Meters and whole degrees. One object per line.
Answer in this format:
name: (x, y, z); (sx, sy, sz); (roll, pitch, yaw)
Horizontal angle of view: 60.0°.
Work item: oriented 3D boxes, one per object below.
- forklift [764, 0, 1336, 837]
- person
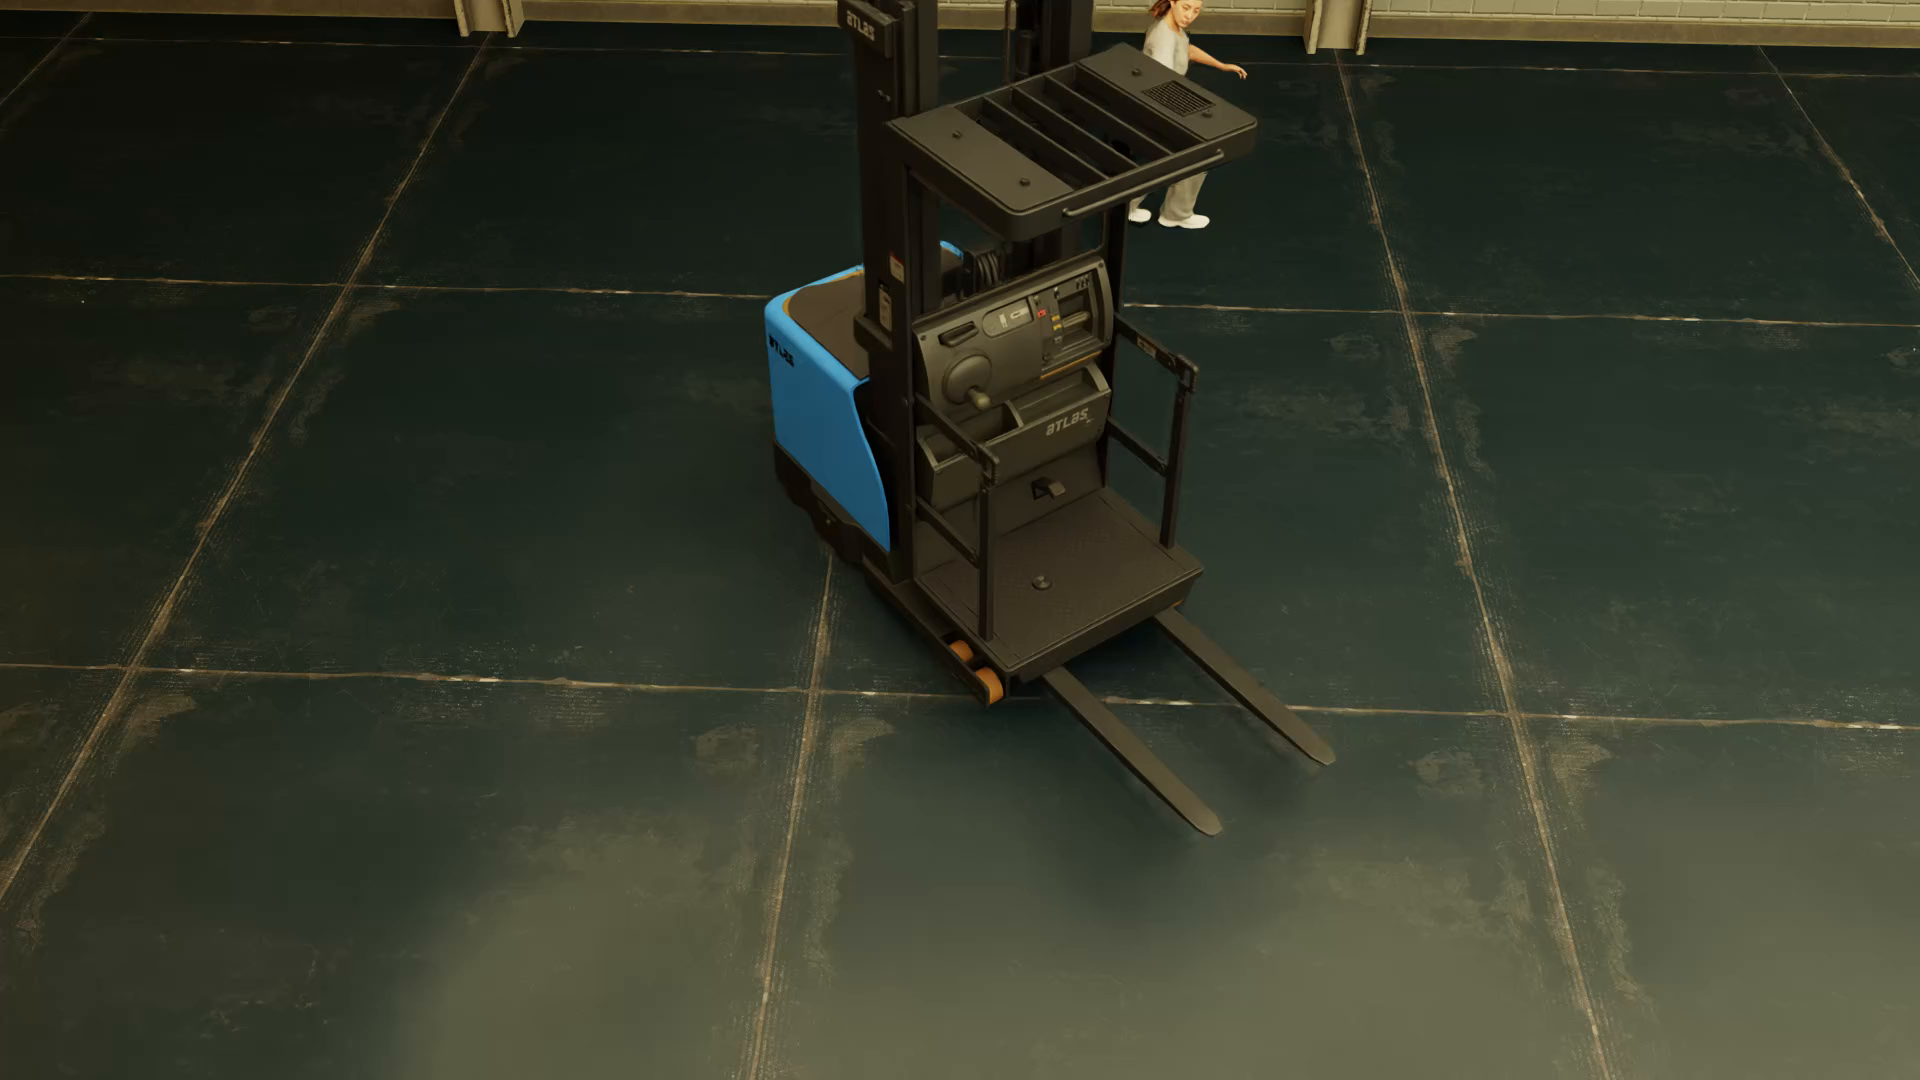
forklift: (0.356, -0.748, 6.561); (1.130, 2.935, 3.031); (-26, 48, -25)
person: (1.263, -2.396, 9.401); (0.789, 1.545, 0.767); (-5, 43, -5)
